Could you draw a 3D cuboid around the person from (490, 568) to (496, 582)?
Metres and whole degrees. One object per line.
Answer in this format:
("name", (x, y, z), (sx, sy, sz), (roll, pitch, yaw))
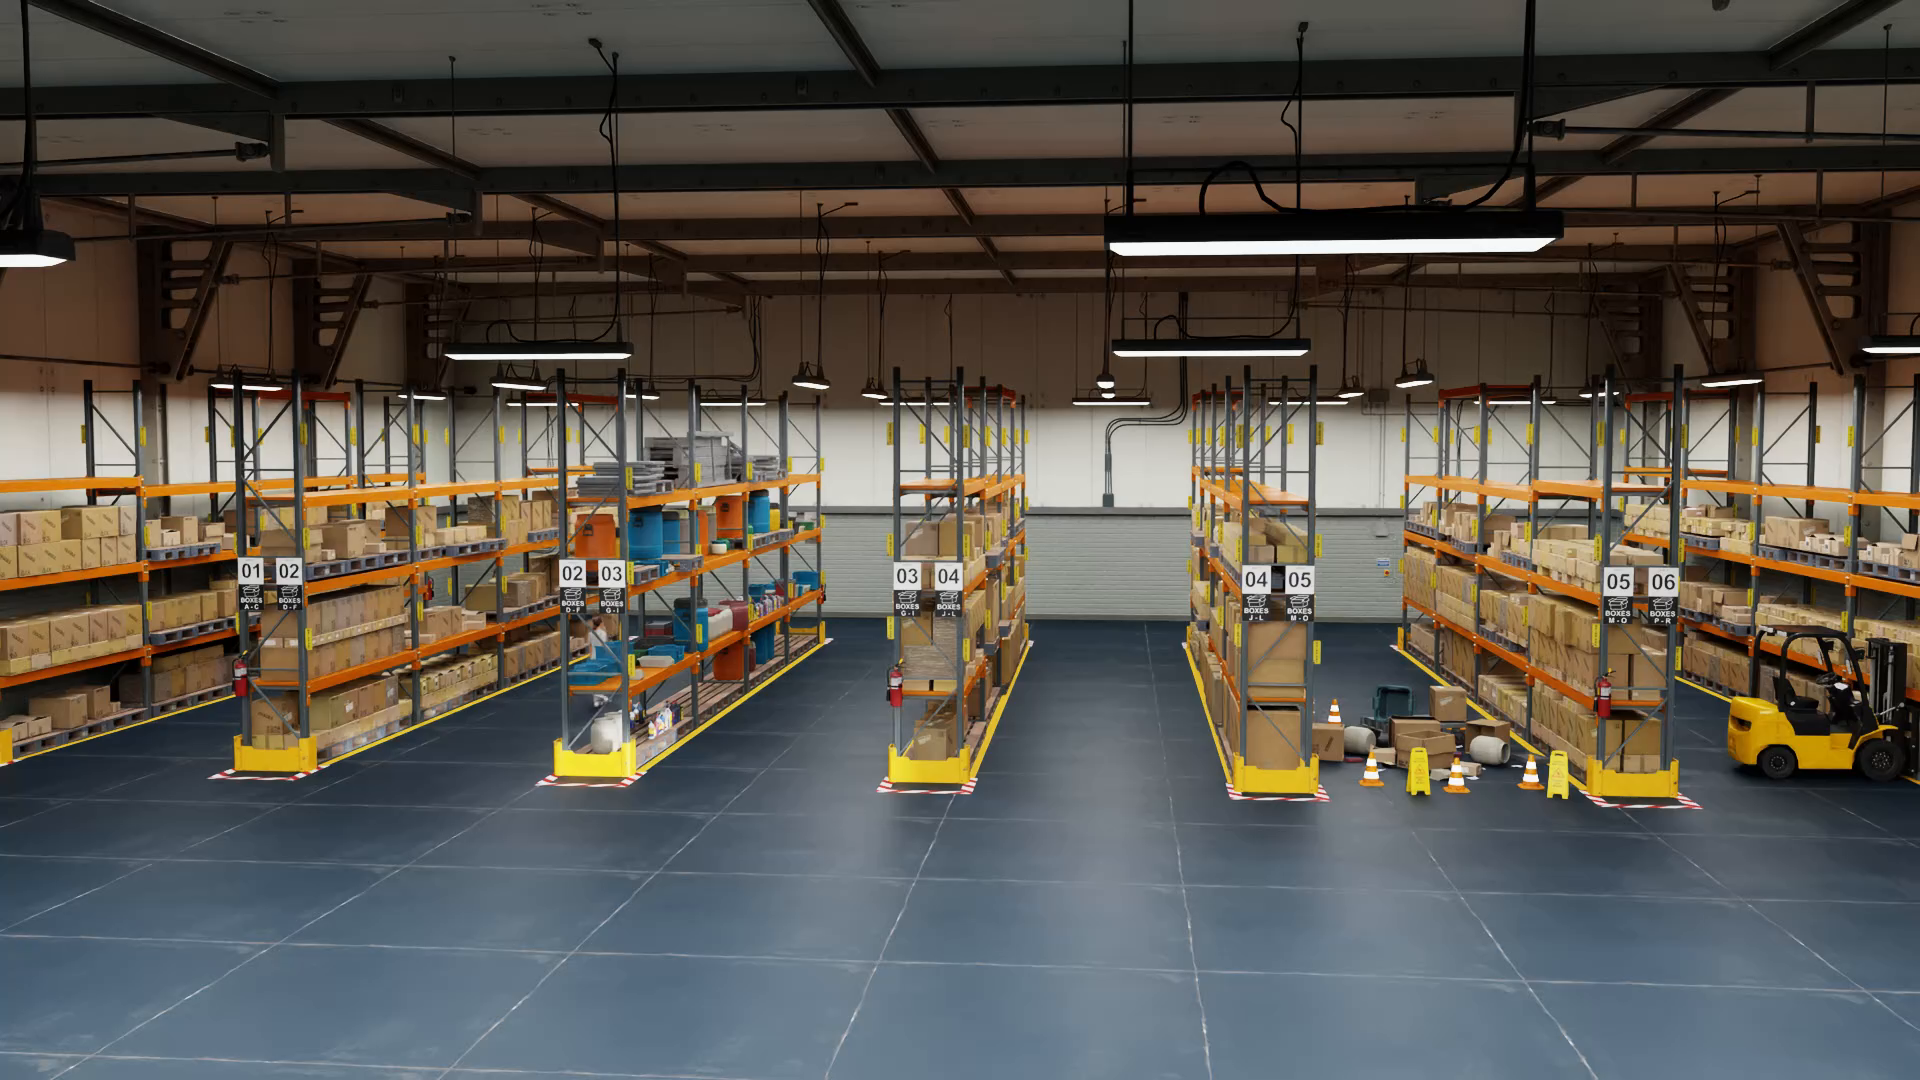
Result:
("person", (-12.043, 1.517, 43.171), (1.110, 1.607, 0.440), (2, 4, 23))

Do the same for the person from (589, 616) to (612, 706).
("person", (-6.708, 2.239, 30.955), (0.496, 1.659, 0.457), (1, 4, 13))
